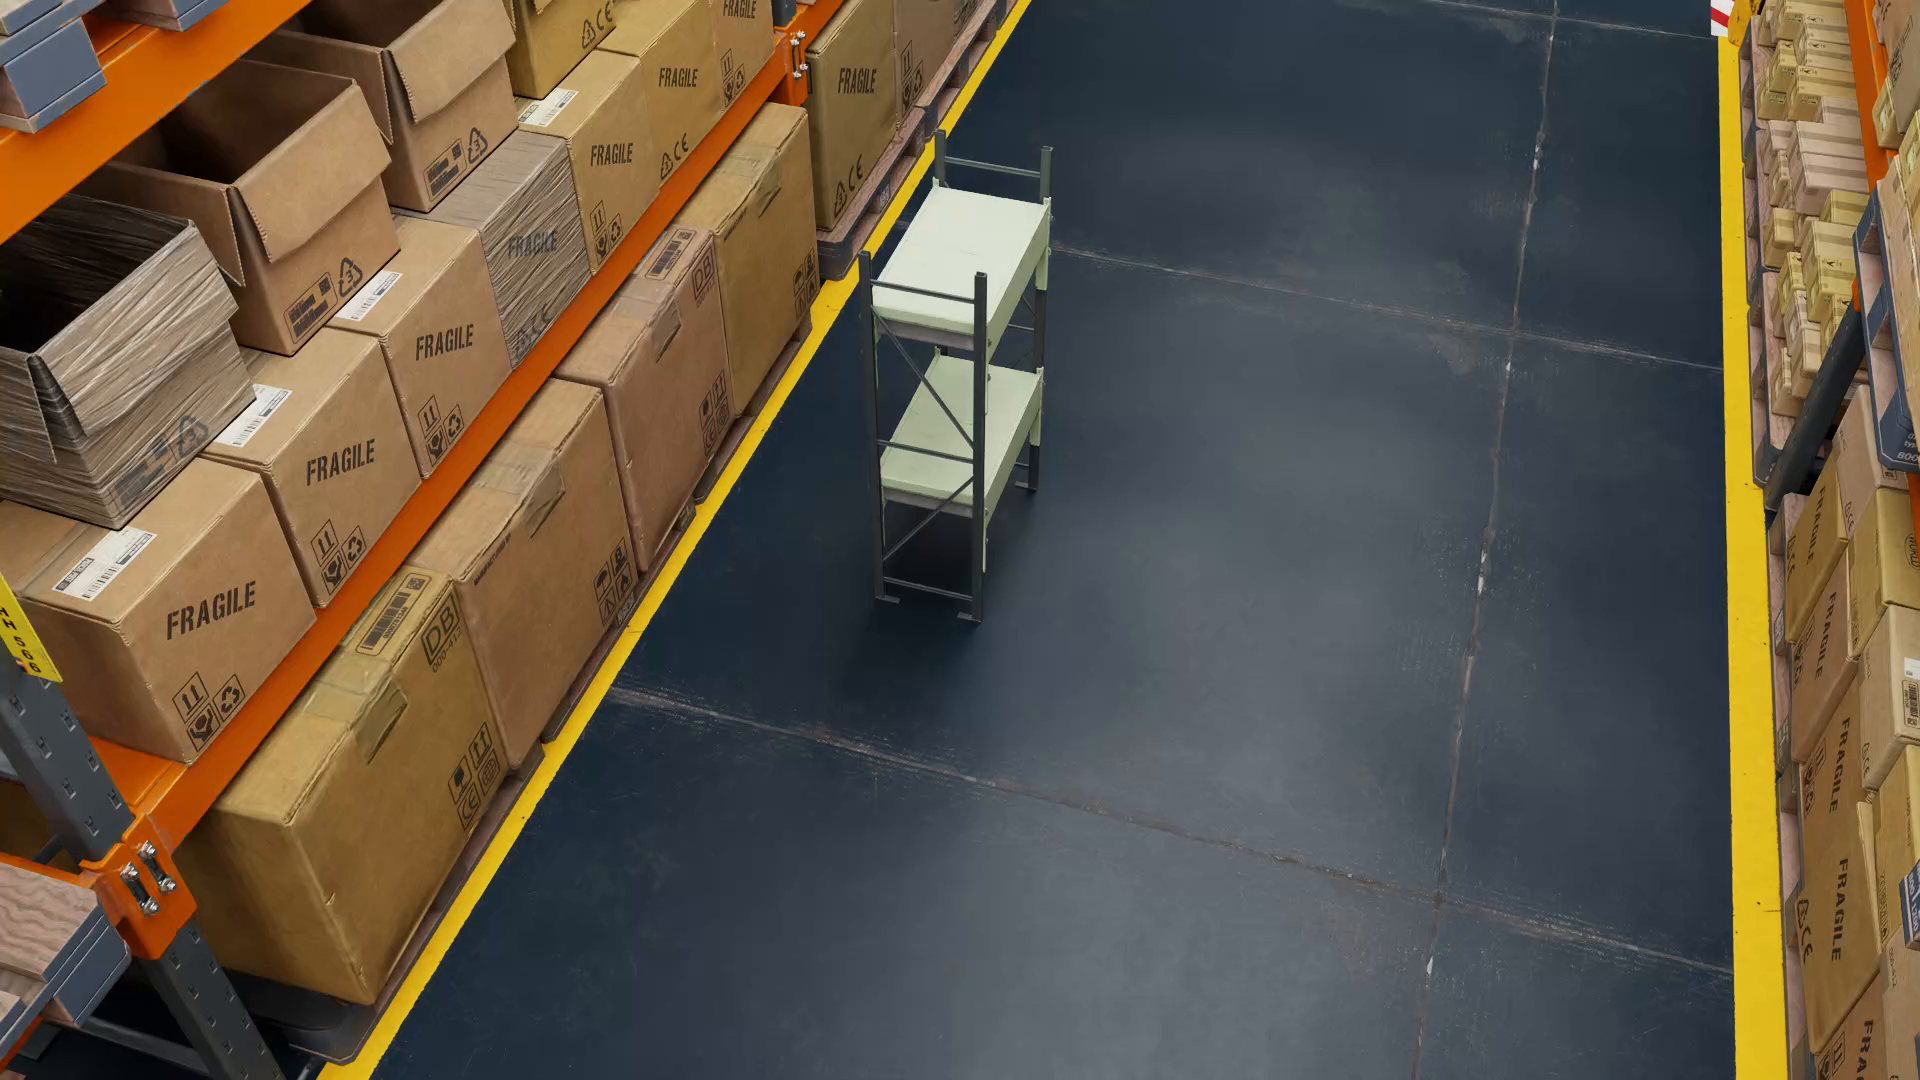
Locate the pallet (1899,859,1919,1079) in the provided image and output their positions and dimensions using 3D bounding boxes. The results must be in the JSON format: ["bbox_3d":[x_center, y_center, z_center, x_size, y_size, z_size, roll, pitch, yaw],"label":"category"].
[{"bbox_3d":[2.473,1.120,3.098,1.213,0.211,1.003,13,46,13],"label":"pallet"}]

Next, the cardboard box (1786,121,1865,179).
[{"bbox_3d":[3.755,-1.638,7.092,0.380,0.149,0.250,11,45,11],"label":"cardboard box"}]

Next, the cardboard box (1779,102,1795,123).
[{"bbox_3d":[4.080,-1.937,7.823,0.380,0.149,0.250,13,46,13],"label":"cardboard box"}]

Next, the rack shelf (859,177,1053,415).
[{"bbox_3d":[-0.002,-0.811,5.448,0.431,0.370,0.720,13,46,12],"label":"rack shelf"}]

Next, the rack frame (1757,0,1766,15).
[{"bbox_3d":[4.782,-3.784,7.972,1.000,3.000,0.127,13,46,13],"label":"rack frame"}]

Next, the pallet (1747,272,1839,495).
[{"bbox_3d":[3.740,-0.576,6.688,1.003,0.211,1.213,13,46,13],"label":"pallet"}]

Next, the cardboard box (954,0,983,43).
[{"bbox_3d":[-0.308,-3.242,8.637,0.875,0.875,0.875,13,46,13],"label":"cardboard box"}]

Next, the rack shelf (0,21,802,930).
[{"bbox_3d":[-1.732,-0.645,5.279,1.077,0.370,4.000,13,46,13],"label":"rack shelf"}]

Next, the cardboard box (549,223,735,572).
[{"bbox_3d":[-1.571,-0.599,5.937,1.225,0.875,0.875,11,45,11],"label":"cardboard box"}]

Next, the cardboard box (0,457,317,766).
[{"bbox_3d":[-1.931,0.129,3.902,0.500,0.500,0.500,14,46,14],"label":"cardboard box"}]

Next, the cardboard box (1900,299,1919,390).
[{"bbox_3d":[2.778,-0.494,4.489,0.380,0.149,0.250,13,46,13],"label":"cardboard box"}]

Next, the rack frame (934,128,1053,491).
[{"bbox_3d":[0.109,-0.776,5.970,0.400,1.500,0.023,13,46,12],"label":"rack frame"}]

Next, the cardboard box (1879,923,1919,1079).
[{"bbox_3d":[2.459,1.174,3.857,0.500,0.250,0.500,13,46,13],"label":"cardboard box"}]

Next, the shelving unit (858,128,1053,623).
[{"bbox_3d":[-0.002,-0.532,5.721,0.431,1.500,0.755,13,46,12],"label":"shelving unit"}]

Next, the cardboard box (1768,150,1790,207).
[{"bbox_3d":[3.862,-1.599,7.478,0.380,0.149,0.250,13,46,13],"label":"cardboard box"}]

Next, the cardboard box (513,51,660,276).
[{"bbox_3d":[-1.315,-1.223,5.284,0.500,0.500,0.500,12,46,12],"label":"cardboard box"}]

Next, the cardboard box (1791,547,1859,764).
[{"bbox_3d":[2.935,0.415,5.168,0.500,0.500,0.500,14,46,14],"label":"cardboard box"}]

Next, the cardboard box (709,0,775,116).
[{"bbox_3d":[-1.007,-1.901,5.977,0.500,0.500,0.500,13,46,13],"label":"cardboard box"}]

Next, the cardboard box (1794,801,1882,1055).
[{"bbox_3d":[2.615,1.097,4.471,0.500,0.500,0.500,11,45,11],"label":"cardboard box"}]

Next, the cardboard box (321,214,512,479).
[{"bbox_3d":[-1.625,-0.558,4.604,0.500,0.500,0.500,12,46,12],"label":"cardboard box"}]

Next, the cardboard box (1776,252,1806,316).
[{"bbox_3d":[3.497,-0.998,6.650,0.380,0.149,0.250,11,45,11],"label":"cardboard box"}]

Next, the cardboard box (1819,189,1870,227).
[{"bbox_3d":[3.691,-1.256,6.702,0.380,0.149,0.250,14,46,14],"label":"cardboard box"}]

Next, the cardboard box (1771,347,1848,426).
[{"bbox_3d":[3.365,-0.582,6.438,0.380,0.149,0.250,13,46,13],"label":"cardboard box"}]

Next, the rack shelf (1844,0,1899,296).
[{"bbox_3d":[4.176,-2.193,6.861,1.077,0.370,4.000,13,46,13],"label":"rack shelf"}]

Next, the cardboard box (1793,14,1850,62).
[{"bbox_3d":[4.136,-2.317,7.786,0.380,0.149,0.250,10,45,11],"label":"cardboard box"}]

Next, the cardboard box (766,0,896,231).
[{"bbox_3d":[-0.850,-2.049,7.418,0.875,0.875,0.875,13,46,13],"label":"cardboard box"}]

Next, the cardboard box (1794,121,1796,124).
[{"bbox_3d":[4.081,-2.029,7.704,0.380,0.149,0.250,11,45,11],"label":"cardboard box"}]

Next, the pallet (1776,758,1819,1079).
[{"bbox_3d":[2.968,1.214,4.858,1.003,0.211,1.213,13,46,13],"label":"pallet"}]

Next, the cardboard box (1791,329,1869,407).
[{"bbox_3d":[3.363,-0.632,6.277,0.380,0.149,0.250,13,46,13],"label":"cardboard box"}]

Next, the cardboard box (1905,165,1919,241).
[{"bbox_3d":[2.936,-0.946,4.738,0.380,0.149,0.250,12,46,12],"label":"cardboard box"}]

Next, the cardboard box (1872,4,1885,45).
[{"bbox_3d":[3.701,-1.982,6.310,0.380,0.149,0.250,11,45,11],"label":"cardboard box"}]

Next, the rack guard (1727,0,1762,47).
[{"bbox_3d":[4.759,-2.840,8.794,1.175,0.500,0.348,13,46,13],"label":"rack guard"}]

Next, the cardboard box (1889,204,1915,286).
[{"bbox_3d":[2.934,-0.826,4.829,0.380,0.149,0.250,13,46,13],"label":"cardboard box"}]

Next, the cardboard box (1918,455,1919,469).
[{"bbox_3d":[2.622,-0.141,4.129,0.380,0.149,0.250,12,46,12],"label":"cardboard box"}]

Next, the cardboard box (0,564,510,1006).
[{"bbox_3d":[-2.108,0.585,4.727,1.225,0.875,0.875,11,45,11],"label":"cardboard box"}]

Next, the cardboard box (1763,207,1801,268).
[{"bbox_3d":[3.678,-1.272,7.143,0.380,0.149,0.250,12,46,12],"label":"cardboard box"}]

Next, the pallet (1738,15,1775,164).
[{"bbox_3d":[4.479,-2.202,8.350,1.003,0.211,1.213,13,46,13],"label":"pallet"}]

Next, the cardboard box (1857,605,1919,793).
[{"bbox_3d":[2.777,0.489,4.556,0.500,0.250,0.500,14,46,14],"label":"cardboard box"}]

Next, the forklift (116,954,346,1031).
[{"bbox_3d":[-3.081,-0.060,4.216,3.031,2.935,1.130,11,45,11],"label":"forklift"}]

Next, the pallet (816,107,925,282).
[{"bbox_3d":[-0.821,-1.729,7.866,1.003,0.211,1.213,13,46,13],"label":"pallet"}]

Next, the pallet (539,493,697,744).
[{"bbox_3d":[-1.655,0.108,5.989,1.003,0.211,1.213,13,46,13],"label":"pallet"}]

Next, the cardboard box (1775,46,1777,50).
[{"bbox_3d":[4.317,-2.442,8.338,0.380,0.149,0.250,12,46,12],"label":"cardboard box"}]

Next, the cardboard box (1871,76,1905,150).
[{"bbox_3d":[3.408,-1.462,5.779,0.380,0.149,0.250,11,46,11],"label":"cardboard box"}]

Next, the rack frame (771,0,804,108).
[{"bbox_3d":[-1.126,-2.235,6.390,1.000,3.000,0.127,13,46,13],"label":"rack frame"}]

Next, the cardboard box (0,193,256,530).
[{"bbox_3d":[-2.100,-0.447,3.774,0.797,0.503,0.637,14,46,14],"label":"cardboard box"}]

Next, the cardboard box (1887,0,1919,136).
[{"bbox_3d":[3.448,-1.642,5.499,0.500,0.500,0.500,13,46,13],"label":"cardboard box"}]

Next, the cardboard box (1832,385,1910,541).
[{"bbox_3d":[3.095,-0.205,5.266,0.500,0.250,0.500,11,45,11],"label":"cardboard box"}]

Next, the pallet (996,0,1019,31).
[{"bbox_3d":[-0.082,-3.355,9.528,1.003,0.211,1.213,13,46,13],"label":"pallet"}]

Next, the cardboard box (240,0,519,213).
[{"bbox_3d":[-1.704,-1.329,4.675,0.797,0.503,0.637,14,46,14],"label":"cardboard box"}]

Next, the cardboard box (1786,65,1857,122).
[{"bbox_3d":[3.920,-1.969,7.430,0.380,0.149,0.250,13,46,13],"label":"cardboard box"}]

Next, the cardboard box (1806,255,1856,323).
[{"bbox_3d":[3.470,-0.932,6.371,0.380,0.149,0.250,13,46,13],"label":"cardboard box"}]
